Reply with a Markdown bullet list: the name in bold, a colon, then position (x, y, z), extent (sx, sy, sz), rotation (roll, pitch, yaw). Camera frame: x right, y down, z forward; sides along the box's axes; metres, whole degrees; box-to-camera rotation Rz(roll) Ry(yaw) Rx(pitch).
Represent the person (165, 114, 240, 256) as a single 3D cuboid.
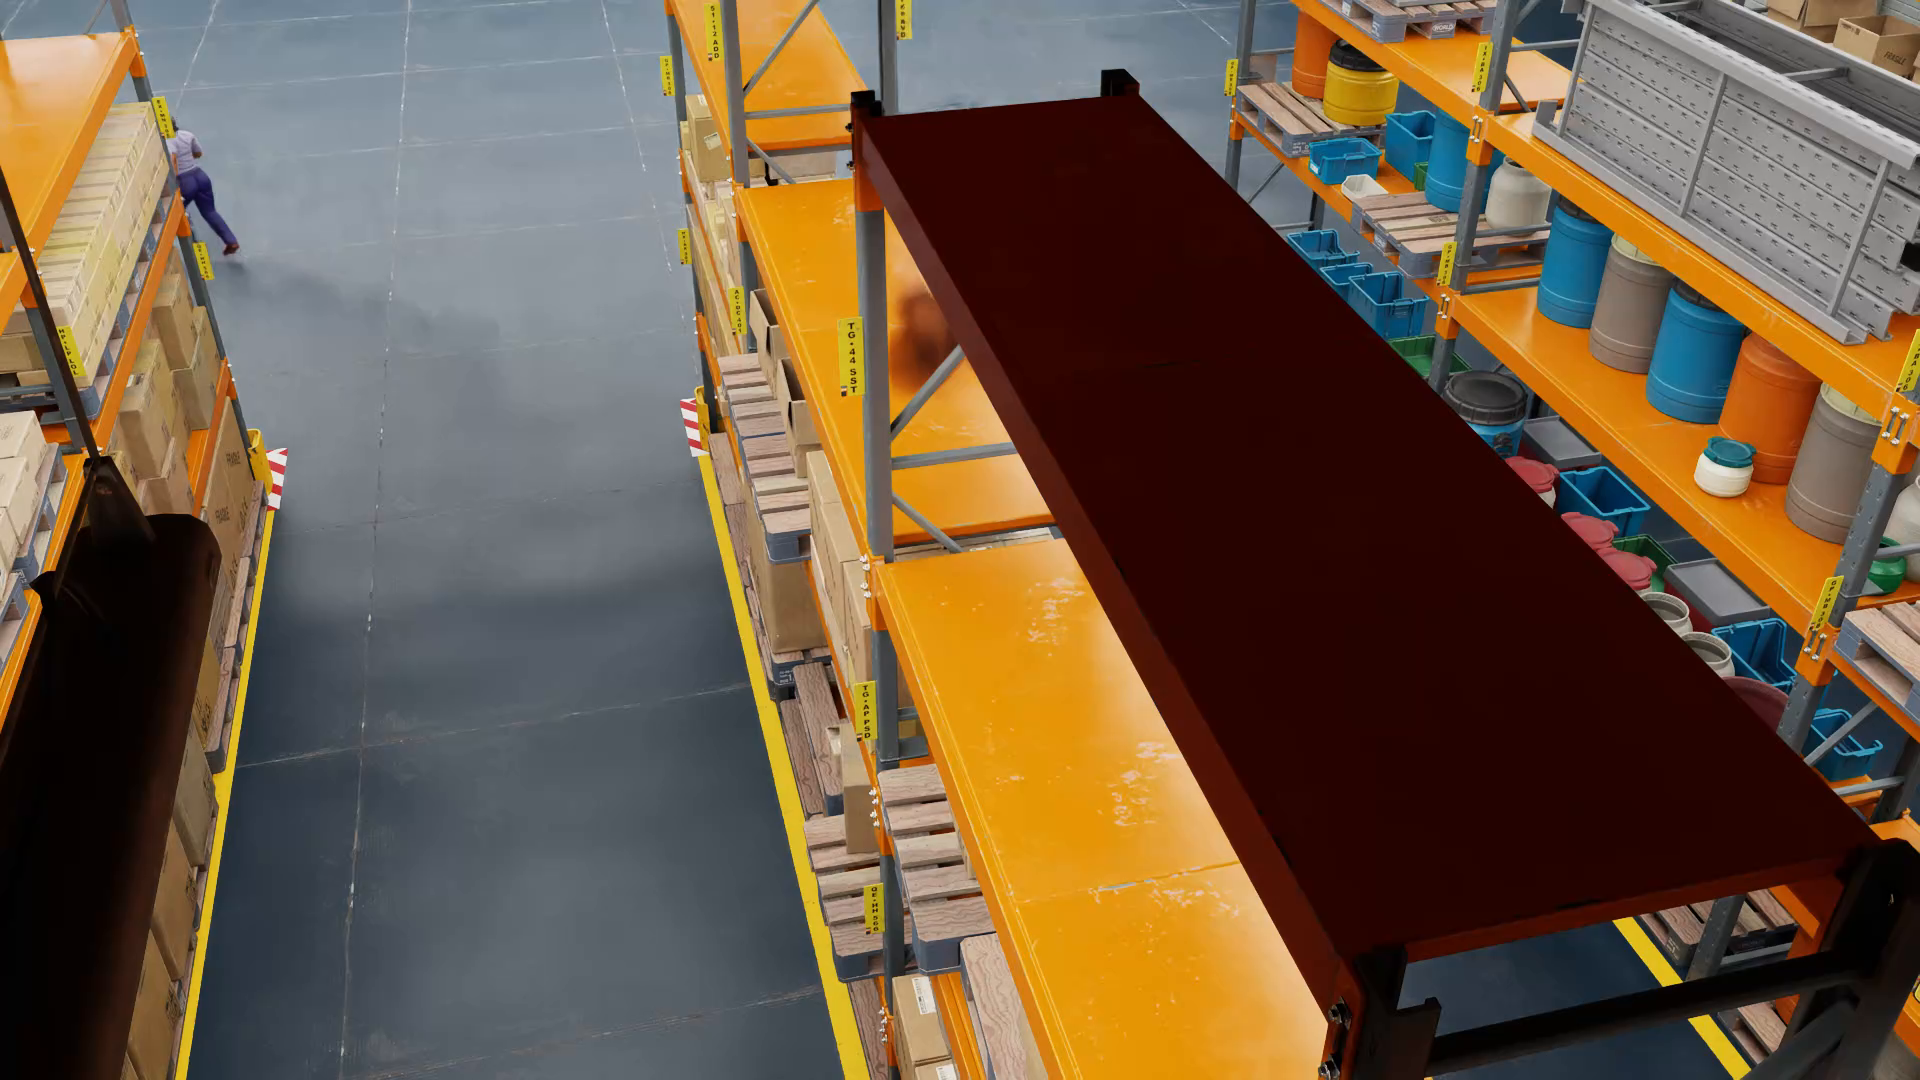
- **person**: position (-8.432, -3.853, 18.291), extent (0.877, 1.694, 0.627), rotation (15, 37, 21)
